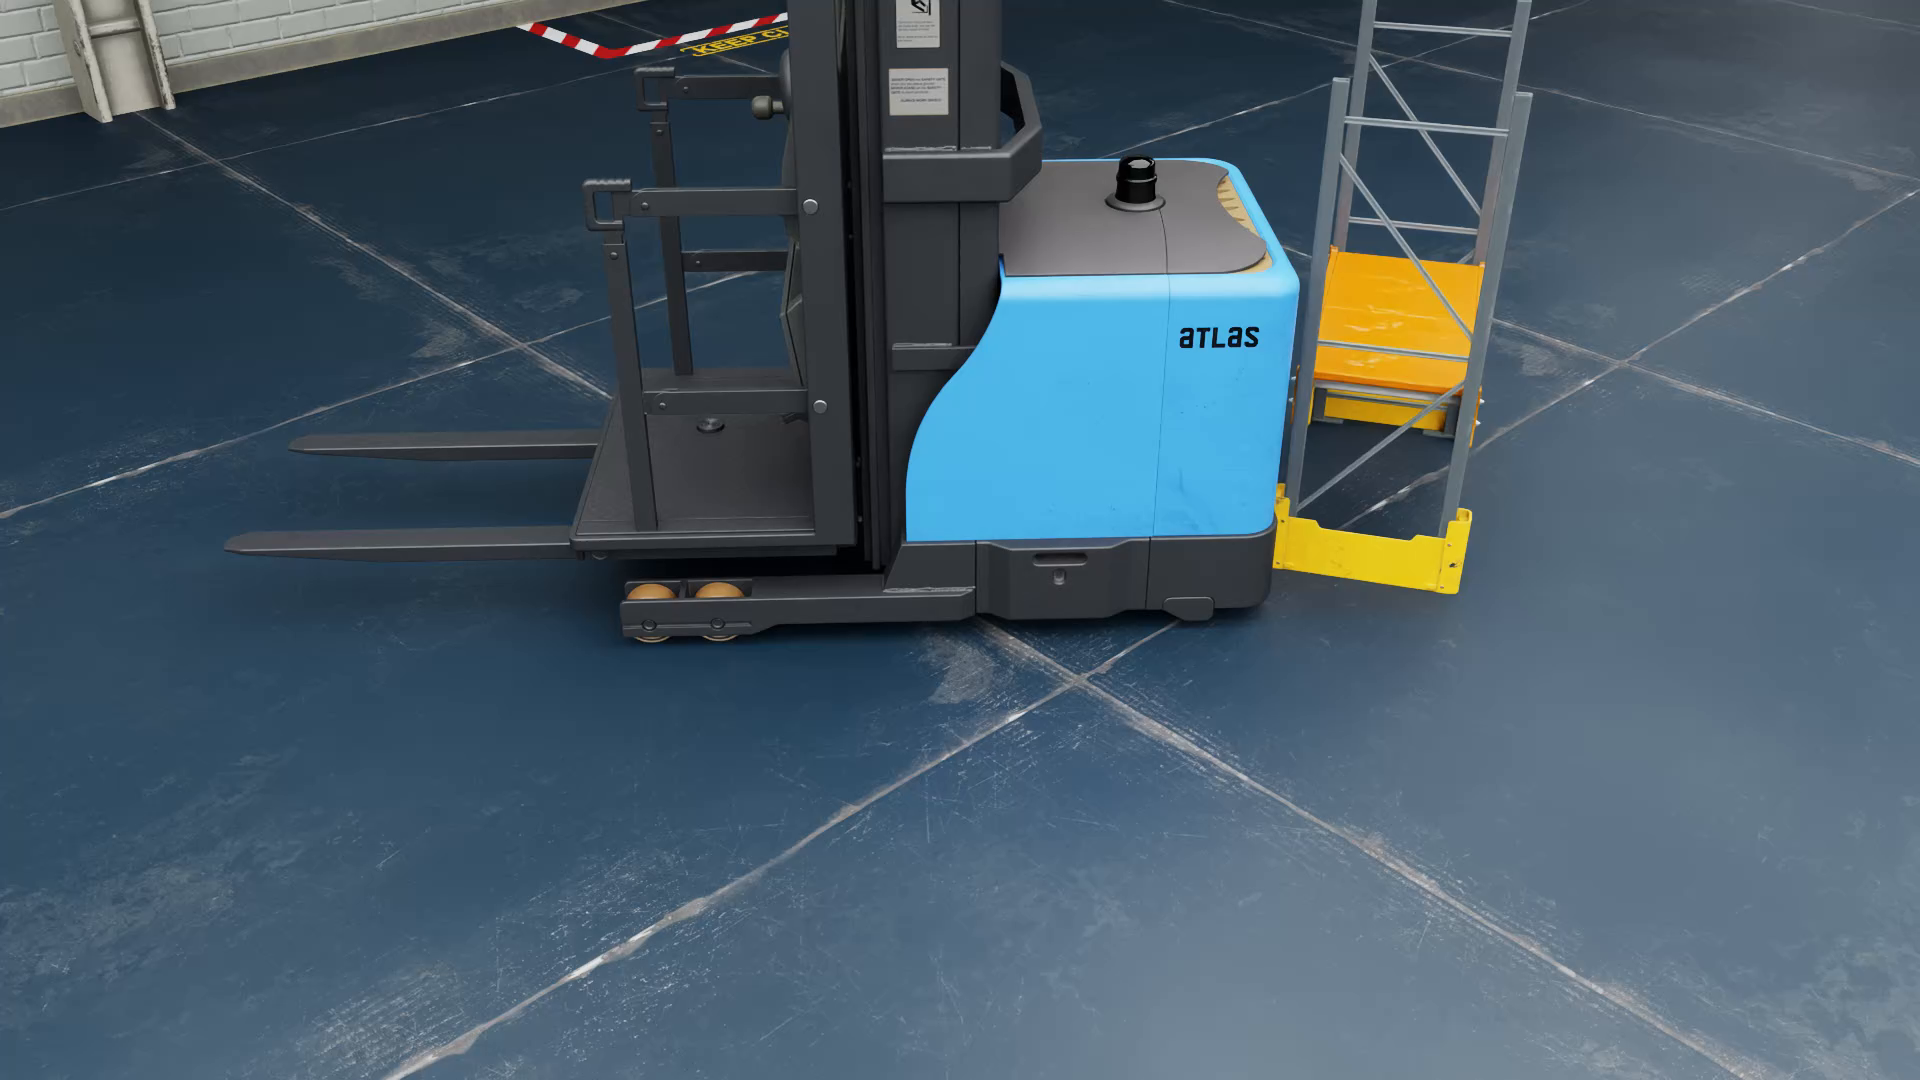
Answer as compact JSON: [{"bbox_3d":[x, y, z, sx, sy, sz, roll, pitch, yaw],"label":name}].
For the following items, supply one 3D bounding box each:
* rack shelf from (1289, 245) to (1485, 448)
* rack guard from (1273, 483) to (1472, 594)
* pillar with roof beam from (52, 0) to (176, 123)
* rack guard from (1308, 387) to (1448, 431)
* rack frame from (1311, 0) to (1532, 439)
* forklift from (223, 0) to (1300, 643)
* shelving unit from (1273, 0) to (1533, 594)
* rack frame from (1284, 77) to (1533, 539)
[{"bbox_3d":[1.357,-0.630,5.187,0.538,0.185,1.000,9,32,14],"label":"rack shelf"},{"bbox_3d":[1.221,-0.005,5.018,0.587,0.250,0.087,9,32,14],"label":"rack guard"},{"bbox_3d":[-1.624,-4.555,4.073,0.400,9.000,9.100,-26,40,-35],"label":"pillar with roof beam"},{"bbox_3d":[1.499,-0.504,5.834,0.587,0.250,0.087,9,32,14],"label":"rack guard"},{"bbox_3d":[1.500,-1.038,5.509,0.500,1.500,0.032,9,32,14],"label":"rack frame"},{"bbox_3d":[-0.622,-1.238,4.465,3.031,2.935,1.130,-1,31,-2],"label":"forklift"},{"bbox_3d":[1.360,-0.788,5.100,0.587,1.500,1.083,9,32,14],"label":"shelving unit"},{"bbox_3d":[1.215,-0.528,4.677,0.500,1.500,0.032,9,32,14],"label":"rack frame"}]
